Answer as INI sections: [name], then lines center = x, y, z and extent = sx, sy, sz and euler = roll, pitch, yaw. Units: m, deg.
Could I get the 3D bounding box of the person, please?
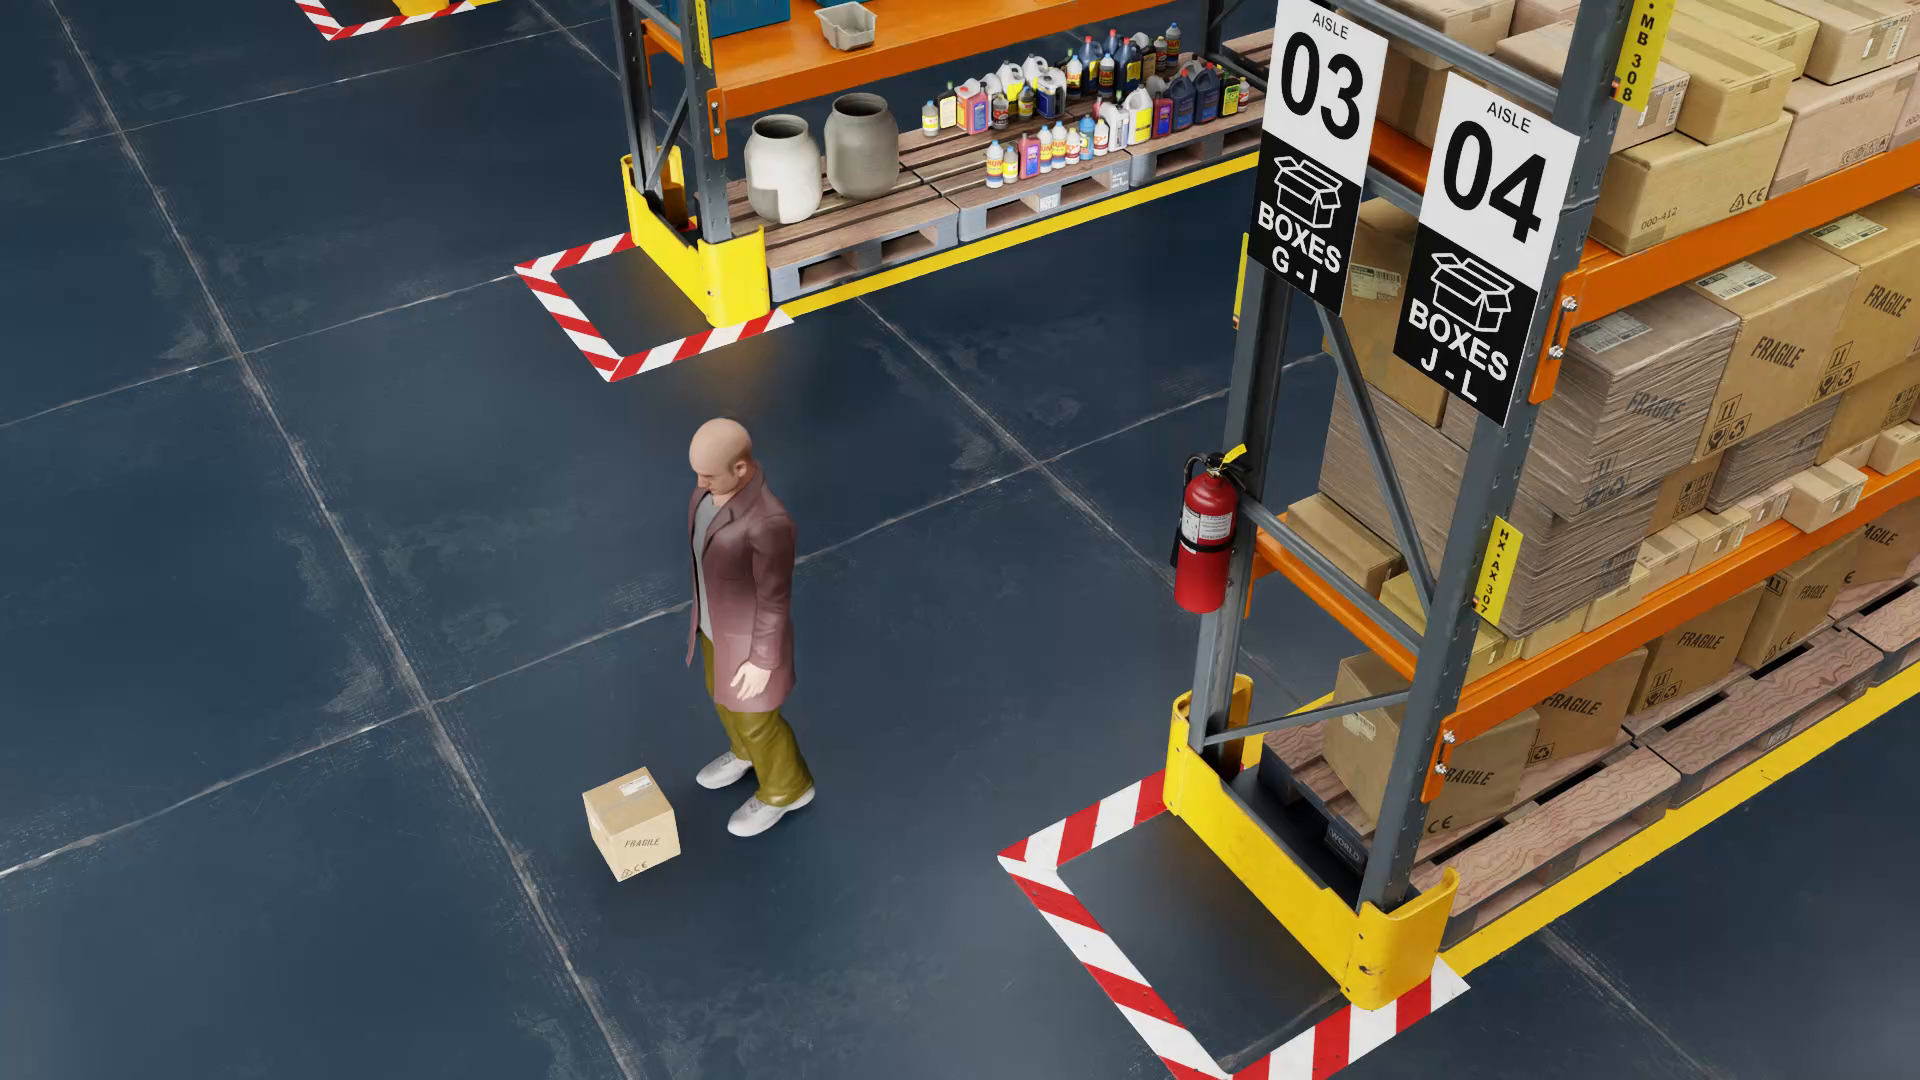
[person]
center = -0.767, 0.308, 5.818
extent = 0.379, 1.770, 0.565
euler = -21, 45, -23
